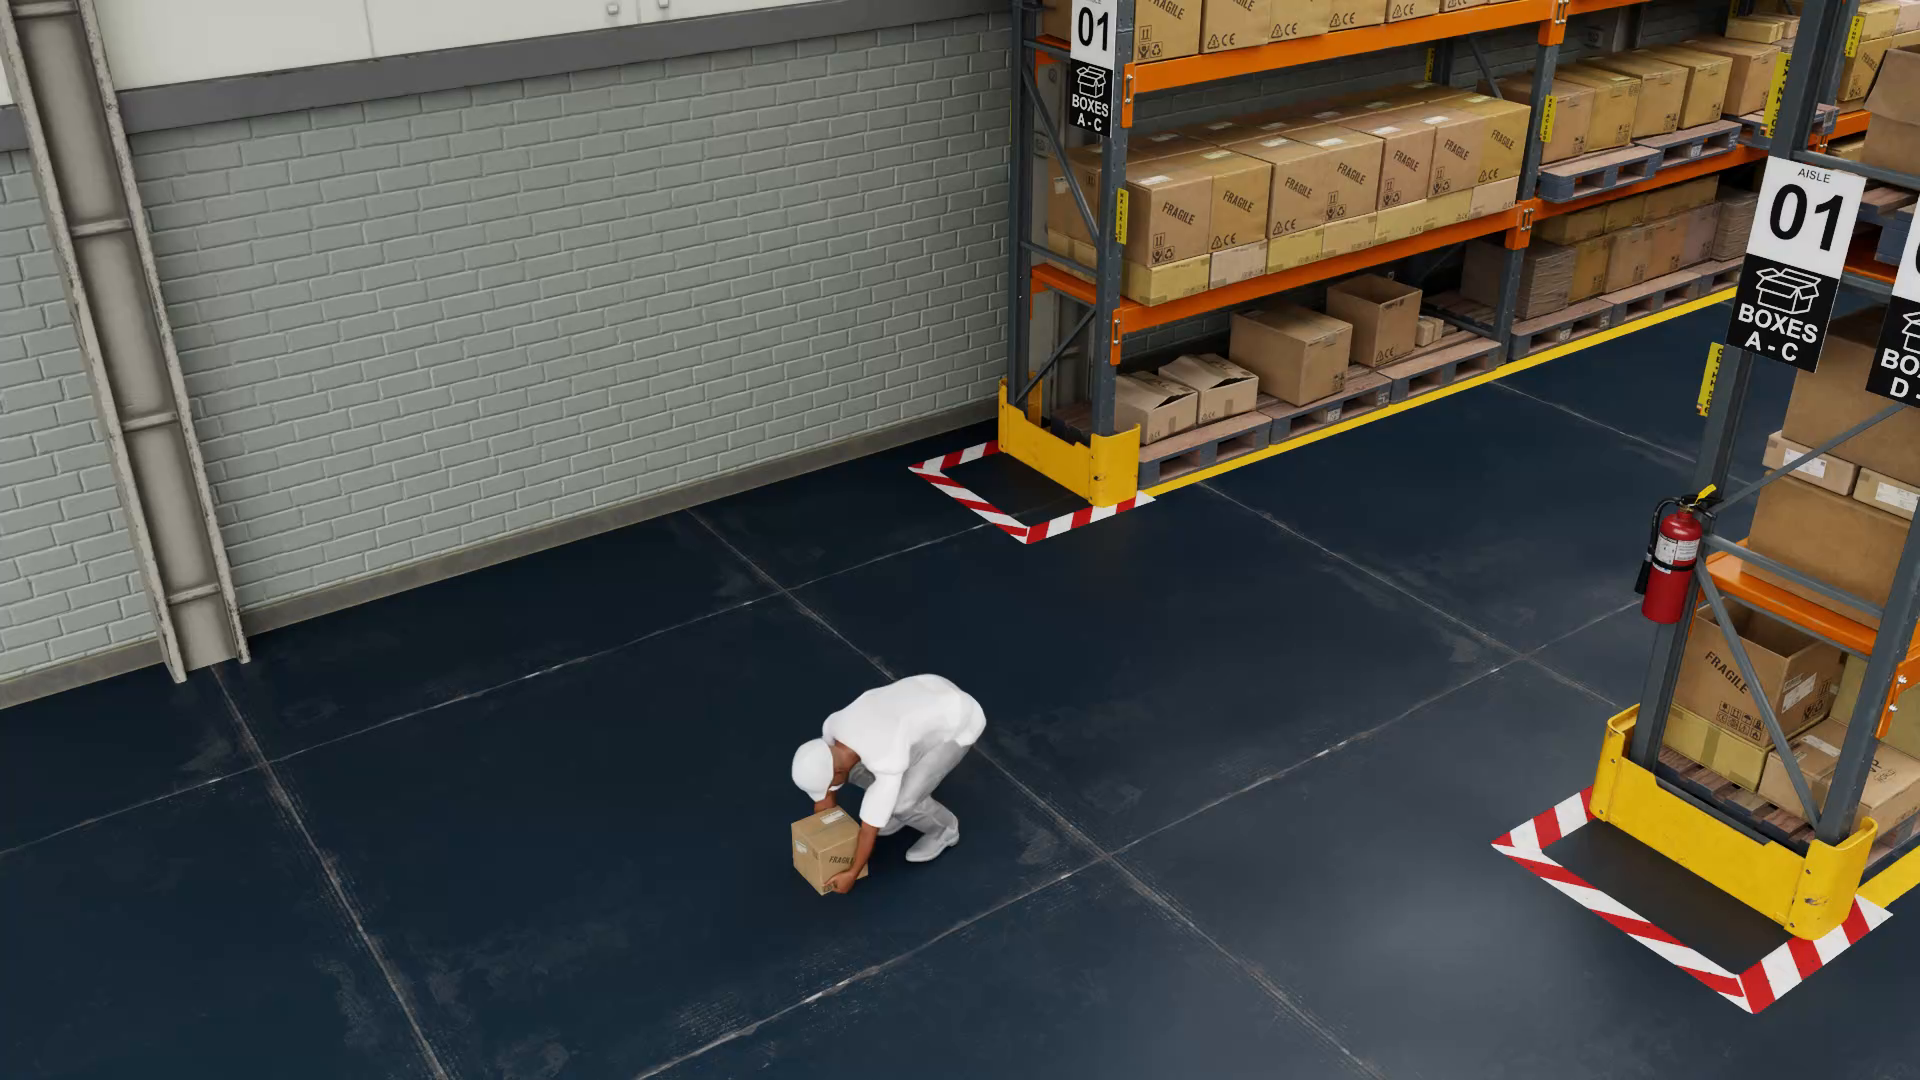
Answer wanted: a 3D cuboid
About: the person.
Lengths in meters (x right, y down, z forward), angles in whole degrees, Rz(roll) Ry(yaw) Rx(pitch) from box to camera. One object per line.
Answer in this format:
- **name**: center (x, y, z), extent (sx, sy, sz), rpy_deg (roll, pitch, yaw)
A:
- **person**: center (-0.332, 1.093, 7.589), extent (0.980, 0.843, 0.514), rpy_deg (-20, 34, -32)
